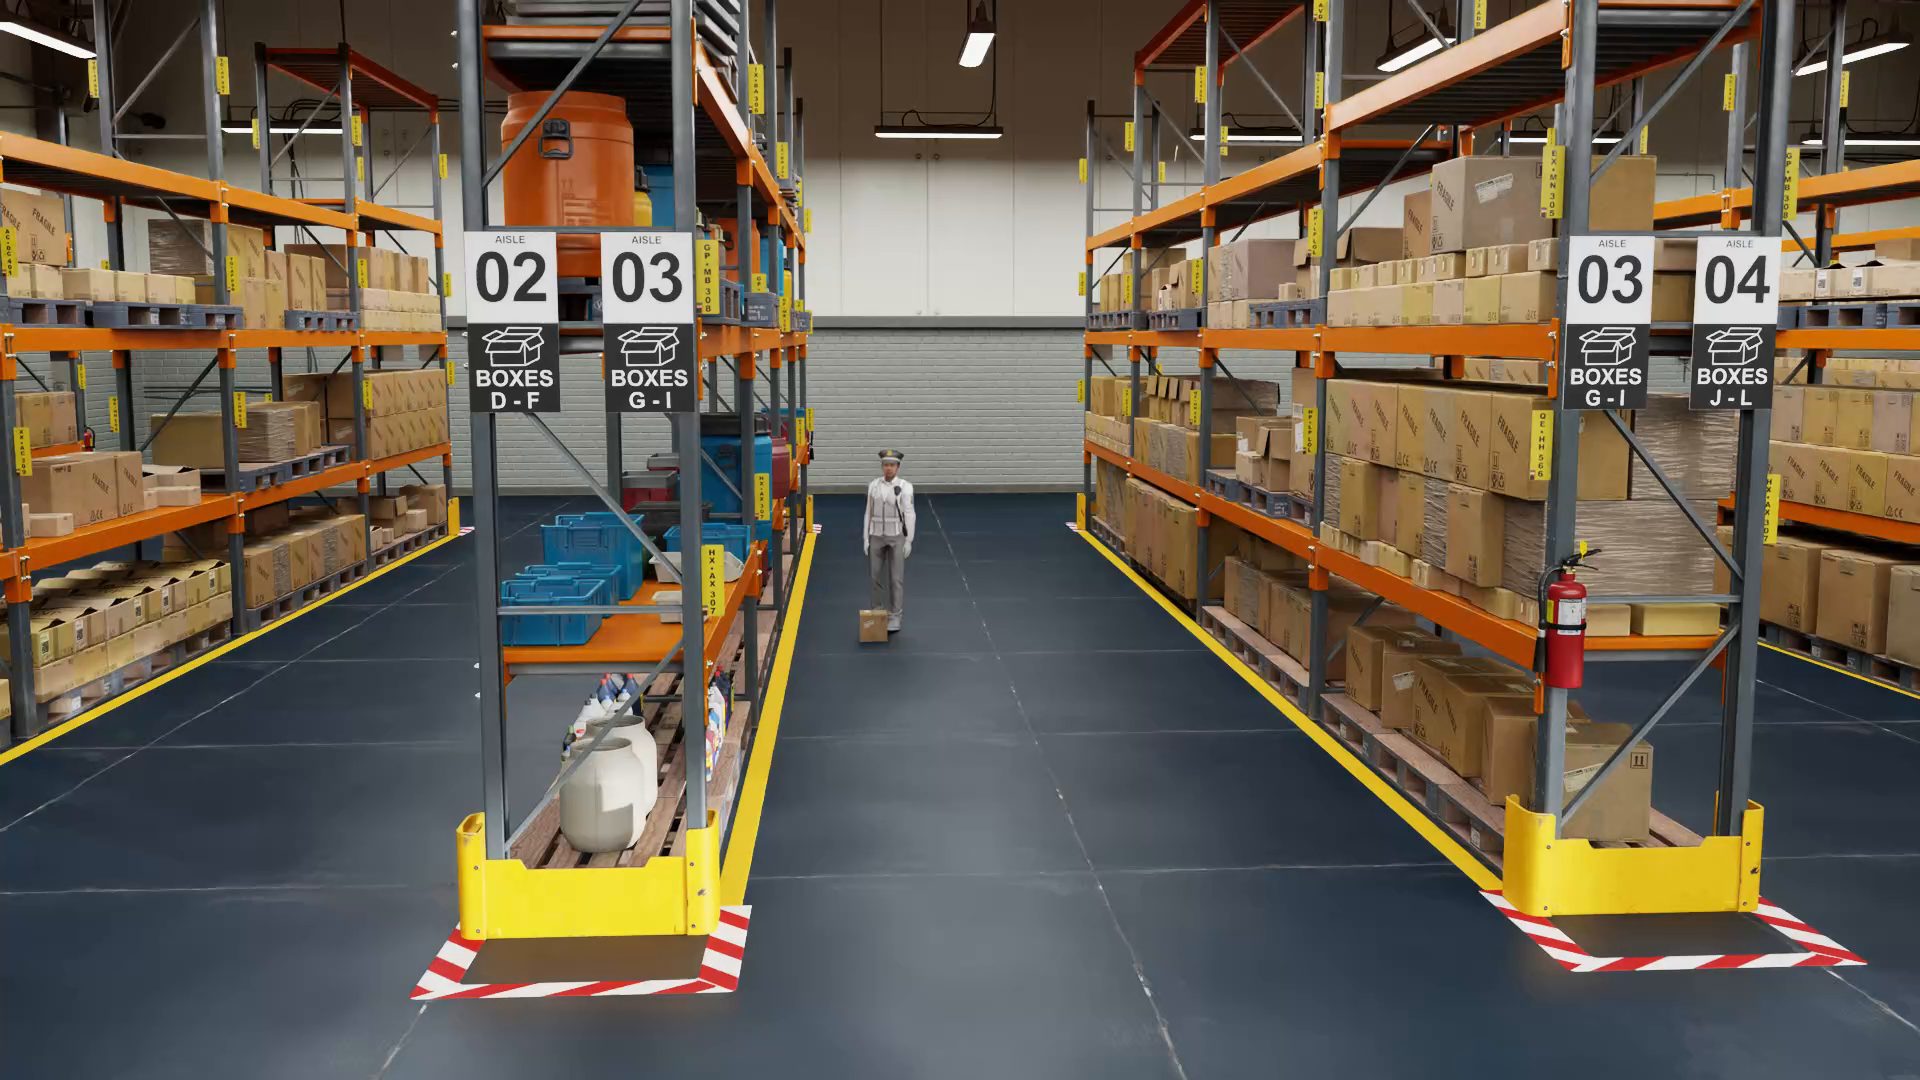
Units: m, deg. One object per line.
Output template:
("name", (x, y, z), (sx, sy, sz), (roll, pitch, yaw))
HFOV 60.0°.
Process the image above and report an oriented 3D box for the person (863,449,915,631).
("person", (-0.672, 0.004, 15.550), (0.506, 1.715, 0.359), (2, 7, 13))
